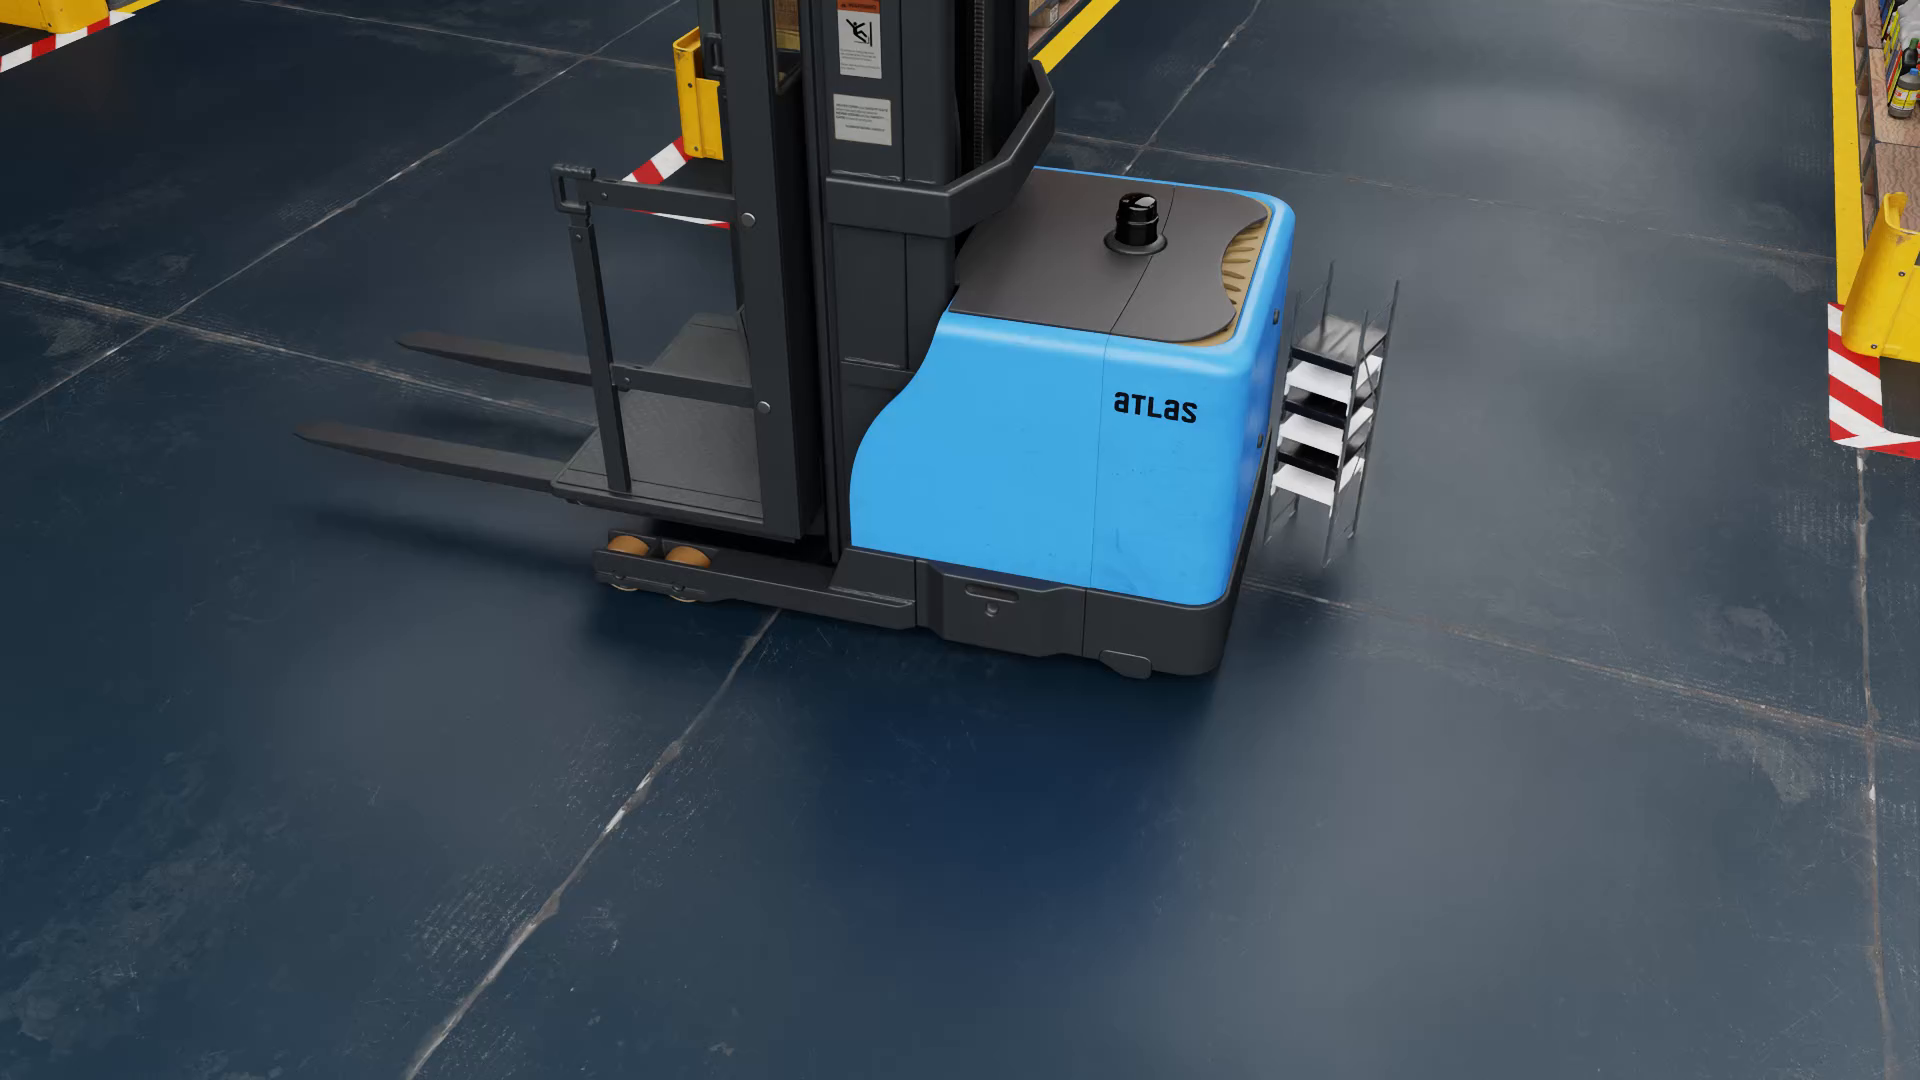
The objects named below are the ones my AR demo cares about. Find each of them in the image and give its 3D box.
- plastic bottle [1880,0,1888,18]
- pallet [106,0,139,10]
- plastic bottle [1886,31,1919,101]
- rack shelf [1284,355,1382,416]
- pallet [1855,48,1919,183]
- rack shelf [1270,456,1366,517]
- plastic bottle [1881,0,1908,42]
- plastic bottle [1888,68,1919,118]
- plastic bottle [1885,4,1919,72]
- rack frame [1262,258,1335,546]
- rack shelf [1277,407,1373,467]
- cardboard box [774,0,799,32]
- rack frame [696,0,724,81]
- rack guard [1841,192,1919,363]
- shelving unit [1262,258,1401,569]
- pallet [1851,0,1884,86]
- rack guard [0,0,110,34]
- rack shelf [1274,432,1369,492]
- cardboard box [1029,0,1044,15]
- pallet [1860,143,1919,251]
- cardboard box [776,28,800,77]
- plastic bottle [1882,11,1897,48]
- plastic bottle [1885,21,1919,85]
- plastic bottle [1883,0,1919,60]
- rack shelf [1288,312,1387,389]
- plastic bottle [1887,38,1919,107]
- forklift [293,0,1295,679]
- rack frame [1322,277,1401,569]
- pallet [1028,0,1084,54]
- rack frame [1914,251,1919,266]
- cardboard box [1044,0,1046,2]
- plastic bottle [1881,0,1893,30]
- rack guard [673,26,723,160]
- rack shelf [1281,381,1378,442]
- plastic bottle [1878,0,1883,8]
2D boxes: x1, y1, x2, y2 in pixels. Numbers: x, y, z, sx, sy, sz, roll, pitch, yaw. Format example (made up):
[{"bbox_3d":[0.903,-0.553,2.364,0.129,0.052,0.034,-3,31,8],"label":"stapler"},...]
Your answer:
[{"bbox_3d":[4.738,-2.793,8.326,0.144,0.351,0.185,15,39,19],"label":"plastic bottle"},{"bbox_3d":[-4.885,-3.439,9.675,1.003,0.211,1.213,14,39,18],"label":"pallet"},{"bbox_3d":[4.321,-2.151,7.530,0.152,0.276,0.135,14,39,18],"label":"plastic bottle"},{"bbox_3d":[1.105,-0.483,4.899,0.200,0.077,0.258,23,42,27],"label":"rack shelf"},{"bbox_3d":[4.672,-1.873,7.580,1.003,0.211,1.213,14,39,18],"label":"pallet"},{"bbox_3d":[1.105,-0.195,5.115,0.200,0.077,0.258,23,42,27],"label":"rack shelf"},{"bbox_3d":[4.564,-2.580,8.097,0.061,0.283,0.133,16,40,20],"label":"plastic bottle"},{"bbox_3d":[4.200,-1.988,7.374,0.097,0.201,0.097,0,37,0],"label":"plastic bottle"},{"bbox_3d":[4.433,-2.350,7.734,0.144,0.351,0.185,15,39,20],"label":"plastic bottle"},{"bbox_3d":[1.022,-0.400,5.034,0.006,0.900,0.240,23,42,27],"label":"rack frame"},{"bbox_3d":[1.105,-0.339,5.007,0.200,0.077,0.258,23,42,27],"label":"rack shelf"},{"bbox_3d":[-0.744,-2.678,7.647,0.500,0.500,0.500,14,39,18],"label":"cardboard box"},{"bbox_3d":[-0.673,-2.946,6.686,1.000,3.000,0.127,14,39,18],"label":"rack frame"},{"bbox_3d":[3.892,-0.867,5.992,1.175,0.500,0.348,14,39,18],"label":"rack guard"},{"bbox_3d":[1.105,-0.365,4.987,0.210,0.900,0.258,23,42,27],"label":"shelving unit"},{"bbox_3d":[5.134,-2.551,8.486,1.003,0.211,1.213,14,39,18],"label":"pallet"},{"bbox_3d":[-5.227,-3.113,8.997,1.175,0.500,0.348,14,39,18],"label":"rack guard"},{"bbox_3d":[1.105,-0.267,5.061,0.200,0.077,0.258,23,42,27],"label":"rack shelf"},{"bbox_3d":[0.114,-2.813,8.454,0.500,0.250,0.500,14,39,18],"label":"cardboard box"},{"bbox_3d":[4.206,-1.200,6.679,1.003,0.211,1.213,14,39,18],"label":"pallet"},{"bbox_3d":[-0.742,-2.377,7.871,0.500,0.250,0.500,14,39,18],"label":"cardboard box"},{"bbox_3d":[4.536,-2.477,8.029,0.097,0.201,0.097,0,37,0],"label":"plastic bottle"},{"bbox_3d":[4.374,-2.228,7.632,0.152,0.276,0.135,13,39,16],"label":"plastic bottle"},{"bbox_3d":[4.504,-2.453,7.872,0.144,0.351,0.185,14,39,17],"label":"plastic bottle"},{"bbox_3d":[1.105,-0.555,4.846,0.200,0.077,0.258,23,42,27],"label":"rack shelf"},{"bbox_3d":[4.227,-2.089,7.441,0.061,0.283,0.133,15,39,19],"label":"plastic bottle"},{"bbox_3d":[-0.599,-1.279,4.513,3.031,2.935,1.130,10,38,13],"label":"forklift"},{"bbox_3d":[1.188,-0.330,4.940,0.006,0.900,0.240,23,42,27],"label":"rack frame"},{"bbox_3d":[0.045,-2.935,9.000,1.003,0.211,1.213,14,39,18],"label":"pallet"},{"bbox_3d":[3.906,-1.816,5.173,1.000,3.000,0.127,14,39,18],"label":"rack frame"},{"bbox_3d":[0.309,-3.089,8.823,0.500,0.250,0.500,14,39,18],"label":"cardboard box"},{"bbox_3d":[4.666,-2.688,8.186,0.144,0.351,0.185,12,38,16],"label":"plastic bottle"},{"bbox_3d":[-0.682,-1.931,7.416,1.175,0.500,0.348,14,39,18],"label":"rack guard"},{"bbox_3d":[1.105,-0.411,4.953,0.200,0.077,0.258,23,42,27],"label":"rack shelf"},{"bbox_3d":[4.804,-2.854,8.470,0.152,0.276,0.135,15,39,19],"label":"plastic bottle"}]
